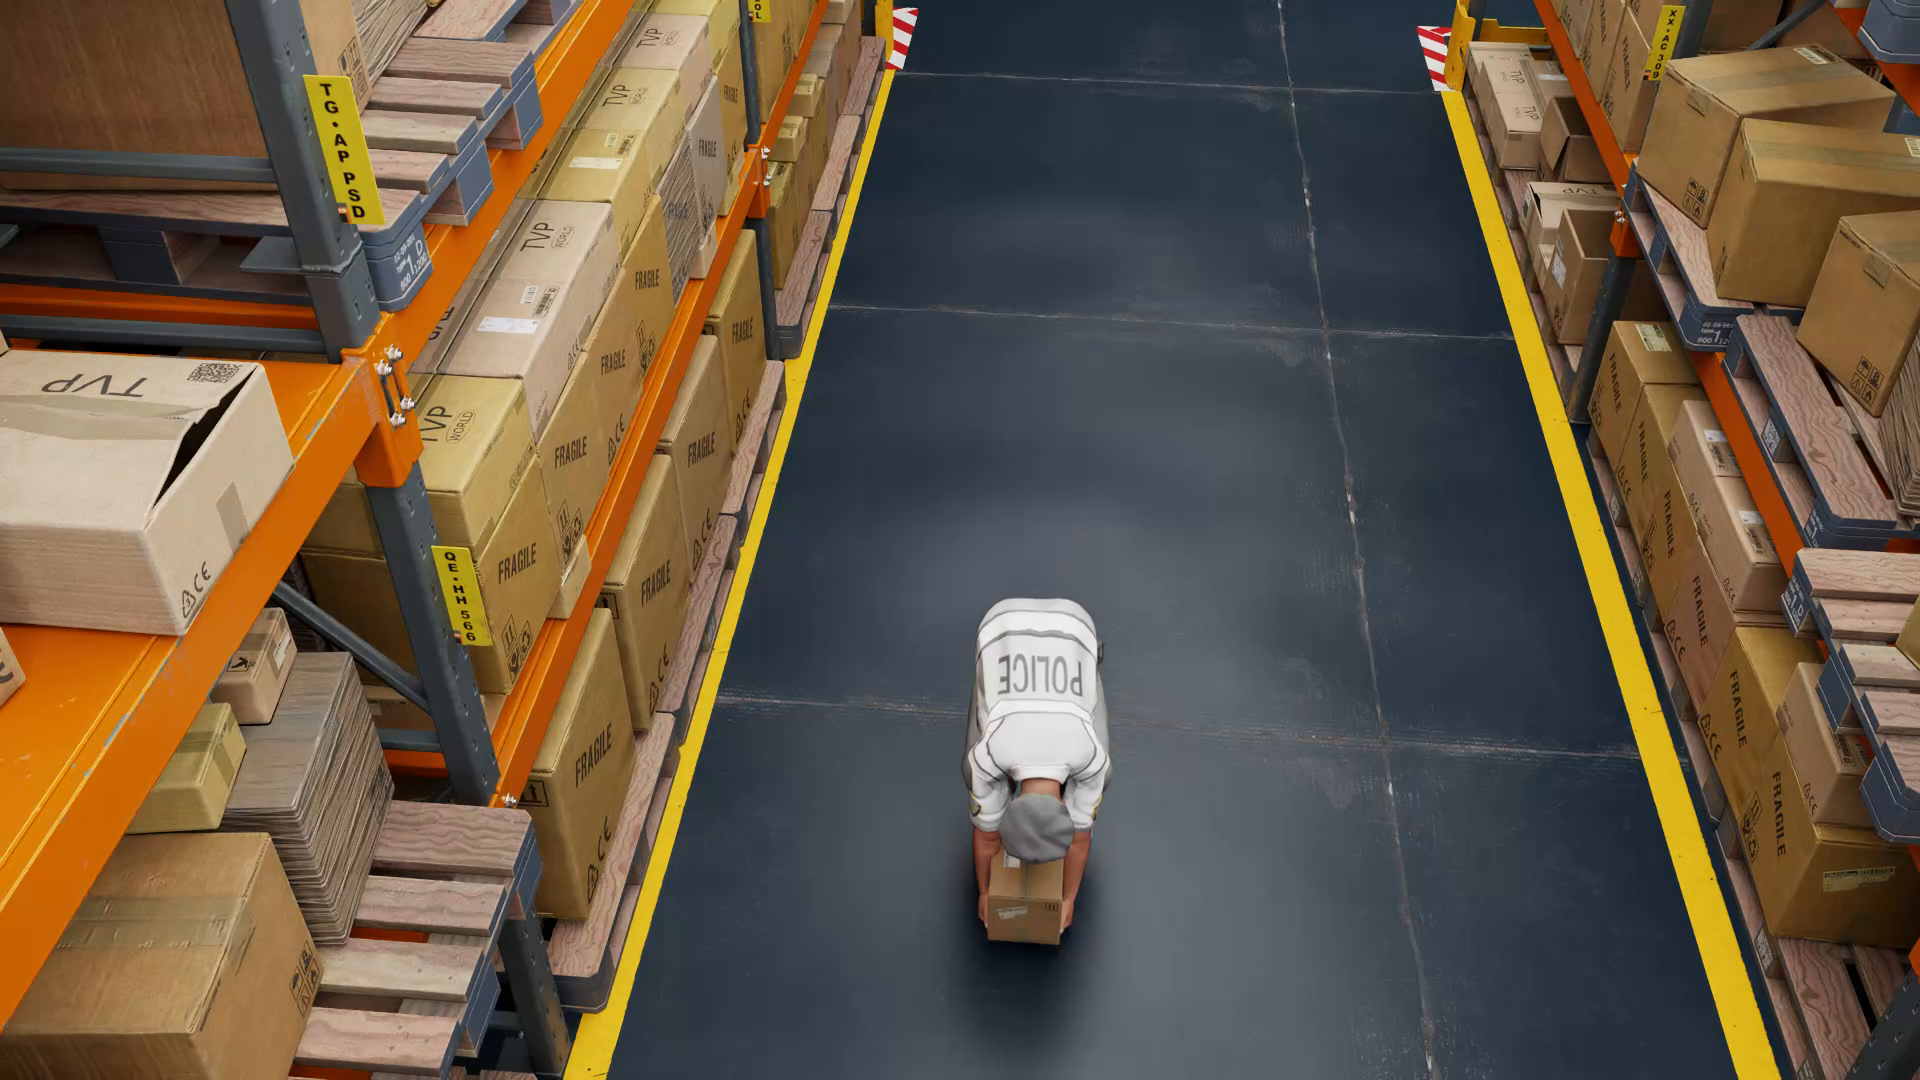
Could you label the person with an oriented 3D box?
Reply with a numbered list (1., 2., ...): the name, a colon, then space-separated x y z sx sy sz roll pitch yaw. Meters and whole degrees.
1. person: 0.298 0.352 5.728 0.597 1.747 0.445 1 40 1
